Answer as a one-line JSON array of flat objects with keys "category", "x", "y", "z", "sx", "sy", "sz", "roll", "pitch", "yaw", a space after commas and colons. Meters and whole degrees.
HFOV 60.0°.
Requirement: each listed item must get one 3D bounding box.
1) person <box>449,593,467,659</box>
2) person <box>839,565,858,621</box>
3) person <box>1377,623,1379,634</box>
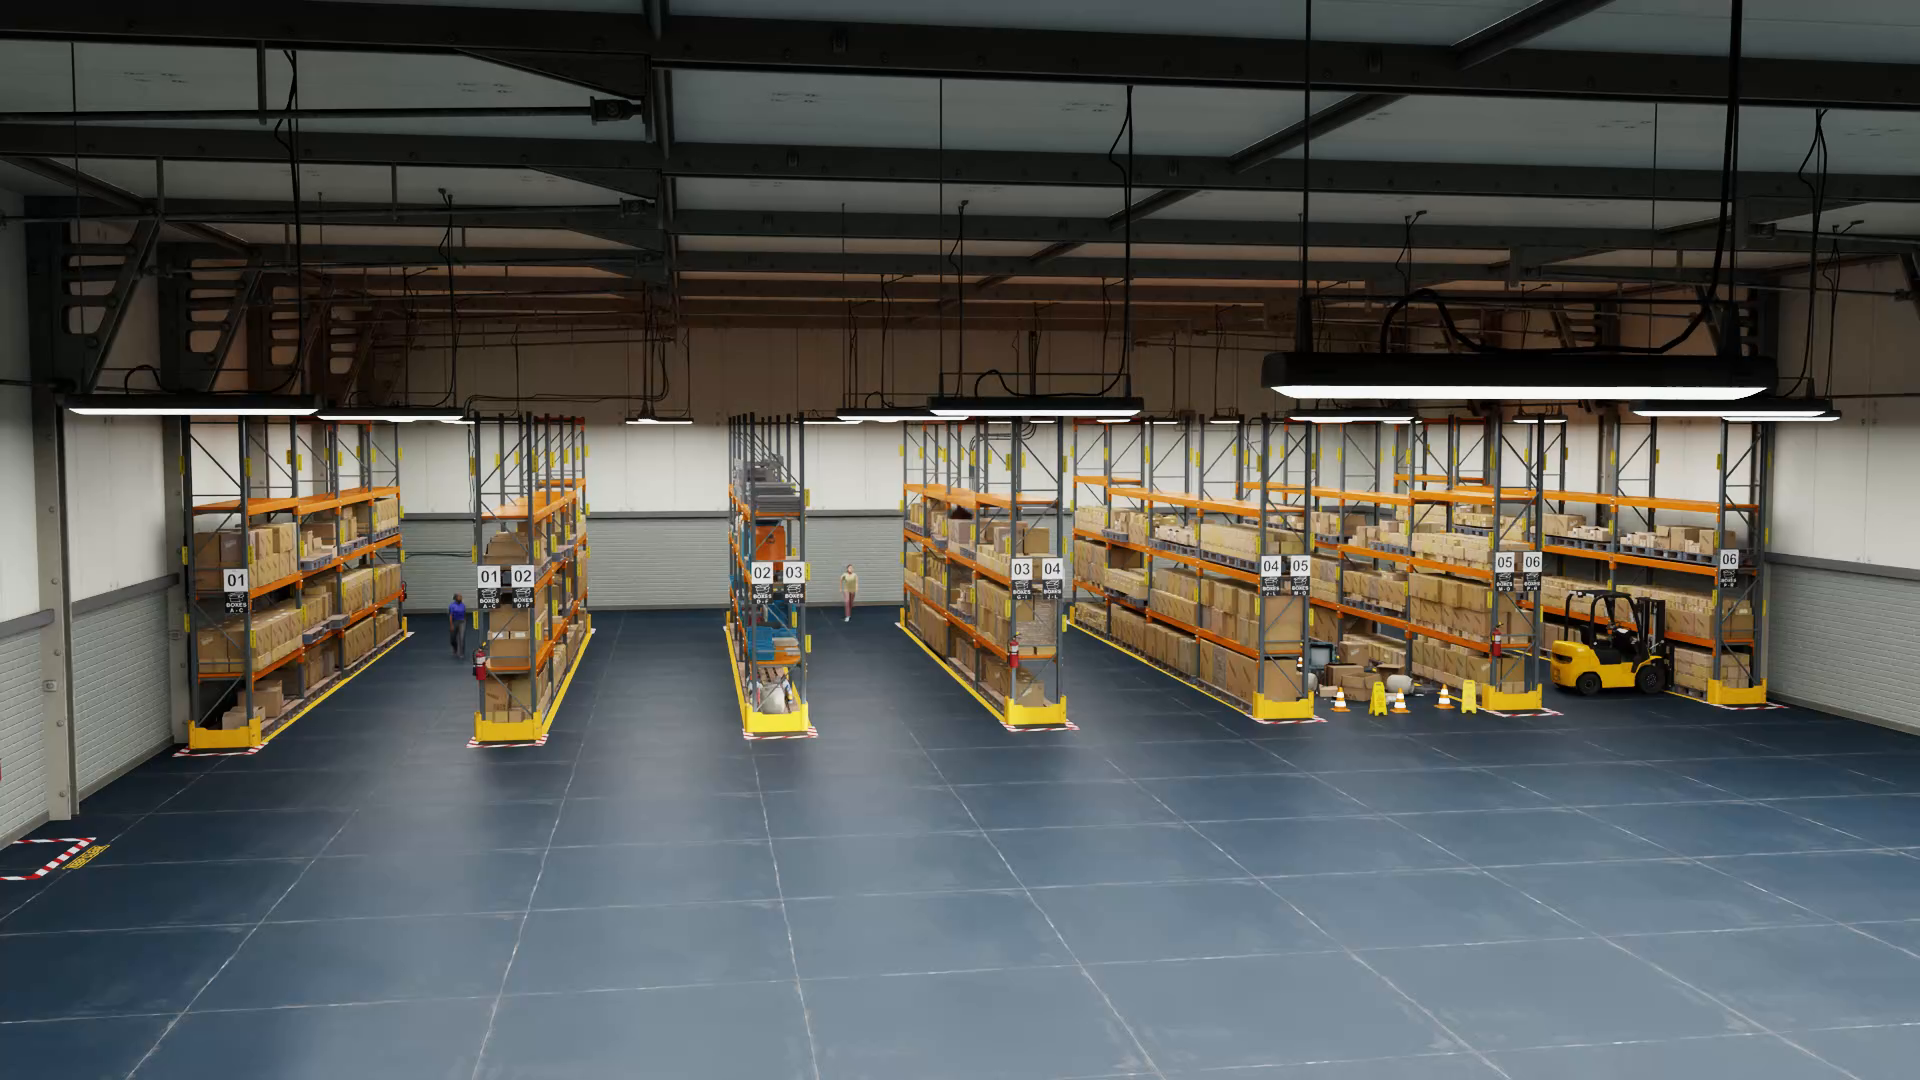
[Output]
[{"category": "person", "x": -12.401, "y": 2.110, "z": 41.120, "sx": 0.414, "sy": 1.610, "sz": 0.665, "roll": -1, "pitch": 4, "yaw": -10}, {"category": "person", "x": -3.300, "y": 1.561, "z": 49.491, "sx": 0.547, "sy": 1.670, "sz": 0.927, "roll": -1, "pitch": 4, "yaw": -10}, {"category": "person", "x": 11.103, "y": 1.868, "z": 44.483, "sx": 0.377, "sy": 1.706, "sz": 0.549, "roll": 2, "pitch": 4, "yaw": 23}]
